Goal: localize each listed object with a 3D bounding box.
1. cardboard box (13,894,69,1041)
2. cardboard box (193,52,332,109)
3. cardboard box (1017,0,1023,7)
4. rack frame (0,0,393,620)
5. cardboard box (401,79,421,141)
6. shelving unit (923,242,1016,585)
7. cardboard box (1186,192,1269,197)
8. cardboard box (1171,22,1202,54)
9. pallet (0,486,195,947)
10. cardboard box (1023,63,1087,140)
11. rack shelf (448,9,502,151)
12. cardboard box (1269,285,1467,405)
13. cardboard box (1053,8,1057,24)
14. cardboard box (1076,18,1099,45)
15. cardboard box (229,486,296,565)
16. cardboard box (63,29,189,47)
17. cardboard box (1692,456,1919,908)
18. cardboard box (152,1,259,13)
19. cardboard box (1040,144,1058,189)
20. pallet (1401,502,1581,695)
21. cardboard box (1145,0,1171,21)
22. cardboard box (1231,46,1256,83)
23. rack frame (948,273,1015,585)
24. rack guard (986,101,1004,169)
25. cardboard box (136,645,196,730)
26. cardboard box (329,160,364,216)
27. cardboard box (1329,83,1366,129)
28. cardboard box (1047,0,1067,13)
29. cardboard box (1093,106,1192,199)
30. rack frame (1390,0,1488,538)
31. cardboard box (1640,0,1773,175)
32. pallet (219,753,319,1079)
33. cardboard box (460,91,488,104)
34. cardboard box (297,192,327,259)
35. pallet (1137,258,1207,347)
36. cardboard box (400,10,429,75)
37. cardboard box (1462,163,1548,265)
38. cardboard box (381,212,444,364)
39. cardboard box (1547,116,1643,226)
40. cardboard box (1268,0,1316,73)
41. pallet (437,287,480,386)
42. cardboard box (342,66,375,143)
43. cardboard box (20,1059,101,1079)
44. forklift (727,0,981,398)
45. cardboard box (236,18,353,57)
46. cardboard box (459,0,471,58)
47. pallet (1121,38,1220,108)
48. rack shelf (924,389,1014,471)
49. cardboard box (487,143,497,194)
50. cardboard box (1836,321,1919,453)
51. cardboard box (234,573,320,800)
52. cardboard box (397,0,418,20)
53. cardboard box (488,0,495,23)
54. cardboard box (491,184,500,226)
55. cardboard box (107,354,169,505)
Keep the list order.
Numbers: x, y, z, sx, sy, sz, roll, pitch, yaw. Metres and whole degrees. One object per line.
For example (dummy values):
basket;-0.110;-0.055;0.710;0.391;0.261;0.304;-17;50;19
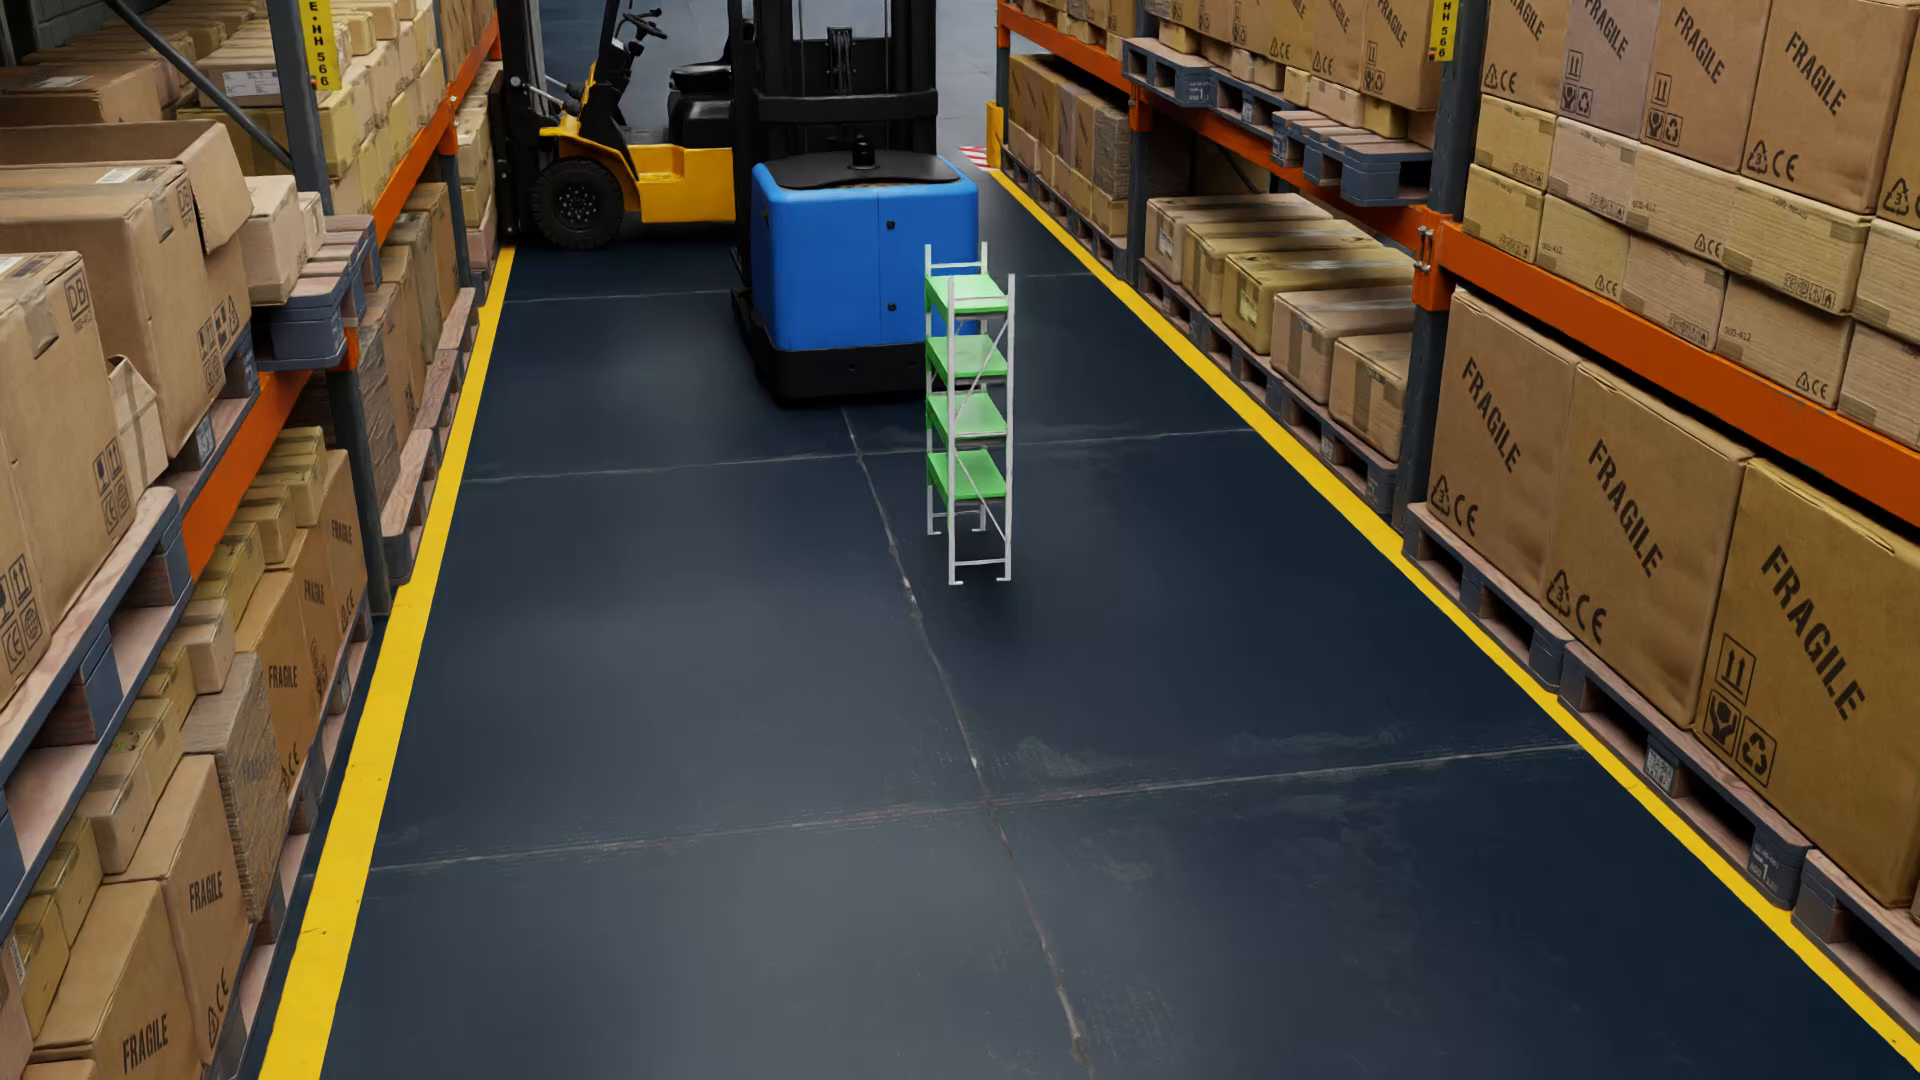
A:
cardboard box;-1.845;0.791;2.980;0.380;0.149;0.250;-6;24;-12
cardboard box;-2.364;-1.565;5.650;0.380;0.149;0.250;-4;24;-8
cardboard box;0.663;-4.326;13.221;0.380;0.149;0.250;-4;24;-10
rack frame;-2.594;-1.075;5.463;1.000;3.000;0.127;-4;24;-10
cardboard box;-2.824;-2.005;7.781;0.500;0.250;0.500;-4;24;-9
shelving unit;0.031;-0.485;6.361;0.258;1.200;0.503;-4;24;-10
cardboard box;1.700;-2.201;10.953;0.500;0.250;0.500;-5;24;-12
cardboard box;1.373;-2.754;9.098;0.380;0.149;0.250;-4;24;-9
pallet;-1.895;0.264;2.637;1.003;0.211;1.213;-4;24;-10
cardboard box;0.787;-3.314;12.563;0.500;0.500;0.500;-5;24;-12
rack shelf;-3.704;-3.105;11.010;1.077;0.370;4.000;-4;24;-10
cardboard box;2.044;-0.944;7.923;0.950;0.372;0.625;-5;24;-11
cardboard box;0.884;-3.815;12.052;0.380;0.149;0.250;-3;24;-8
cardboard box;0.993;-3.405;11.112;0.380;0.149;0.250;-5;24;-11
cardboard box;-2.168;-0.031;4.862;0.380;0.149;0.250;-5;24;-12
cardboard box;-3.114;-1.823;6.241;0.380;0.149;0.250;-5;24;-11
cardboard box;2.655;0.319;4.403;0.875;0.875;0.875;-4;24;-8
cardboard box;-3.244;-2.234;7.181;0.380;0.149;0.250;-4;24;-9
cardboard box;0.881;-2.770;12.255;0.500;0.250;0.500;-3;24;-6
pallet;2.355;0.150;6.142;1.003;0.211;1.213;-4;24;-10
cardboard box;1.348;-3.186;9.275;0.500;0.500;0.500;-4;24;-8
cardboard box;1.549;-2.339;8.146;0.380;0.149;0.250;-3;24;-8
rack frame;0.076;-0.389;6.141;0.240;1.200;0.015;-4;24;-10
rack guard;0.818;-3.415;13.944;1.175;0.500;0.348;-4;24;-10
cardboard box;-2.041;0.381;3.918;0.380;0.149;0.250;-4;24;-10
cardboard box;-2.436;-1.198;5.934;0.500;0.250;0.500;-4;24;-10
cardboard box;1.780;-1.828;6.977;0.380;0.149;0.250;-5;24;-10
cardboard box;0.915;-3.962;11.578;0.500;0.500;0.500;-5;24;-11
cardboard box;1.170;-2.506;10.713;0.500;0.500;0.500;-5;24;-10
rack frame;2.283;-1.443;6.307;1.000;3.000;0.127;-4;24;-10
cardboard box;2.316;-1.336;4.688;0.500;0.500;0.500;-4;24;-8
pallet;-2.271;0.979;4.245;1.003;0.211;1.213;-4;24;-10
cardboard box;-3.392;-2.856;11.202;0.500;0.250;0.500;-5;24;-11
cardboard box;-2.096;-0.922;4.902;0.380;0.149;0.250;-4;24;-9
pallet;1.689;-1.433;9.767;1.003;0.211;1.213;-4;24;-10
cardboard box;-2.890;-2.432;8.134;0.500;0.250;0.500;-5;24;-11
cardboard box;2.126;-1.164;5.854;0.500;0.250;0.500;-5;24;-11
cardboard box;-3.091;-1.242;8.288;0.875;0.625;0.625;-5;24;-10
cardboard box;2.229;-1.183;5.273;0.500;0.250;0.500;-4;24;-8
cardboard box;1.725;-2.377;7.424;0.500;0.500;0.500;-6;24;-13
pallet;-3.159;-1.083;8.966;1.003;0.211;1.213;-4;24;-10
cardboard box;-2.528;-1.625;6.285;0.500;0.250;0.500;-4;24;-8
cardboard box;-1.723;1.245;2.750;0.500;0.500;0.500;-3;24;-7
forklift;-0.725;-2.603;9.049;1.130;2.935;3.031;-5;24;-12
cardboard box;-2.624;-1.967;6.571;0.380;0.149;0.250;-4;24;-9
cardboard box;-3.367;-3.290;10.411;0.500;0.500;0.500;-5;24;-10
pallet;1.542;-2.617;9.235;1.003;0.211;1.213;-4;24;-10
rack shelf;0.031;-0.426;6.386;0.258;0.148;0.480;-4;24;-10
cardboard box;-3.297;-2.419;10.827;0.500;0.250;0.500;-5;24;-10
cardboard box;2.524;-0.359;4.012;0.500;0.250;0.500;-5;24;-11
cardboard box;-2.123;0.432;4.611;0.500;0.500;0.500;-3;24;-7
cardboard box;-2.815;-2.579;7.972;0.380;0.149;0.250;-5;24;-11
cardboard box;-3.725;-4.093;12.249;0.500;0.500;0.500;-5;24;-11
cardboard box;-3.318;-2.195;10.938;0.500;0.250;0.500;-4;24;-9
cardboard box;-1.735;-0.207;3.119;0.396;0.266;0.258;-3;24;-7
